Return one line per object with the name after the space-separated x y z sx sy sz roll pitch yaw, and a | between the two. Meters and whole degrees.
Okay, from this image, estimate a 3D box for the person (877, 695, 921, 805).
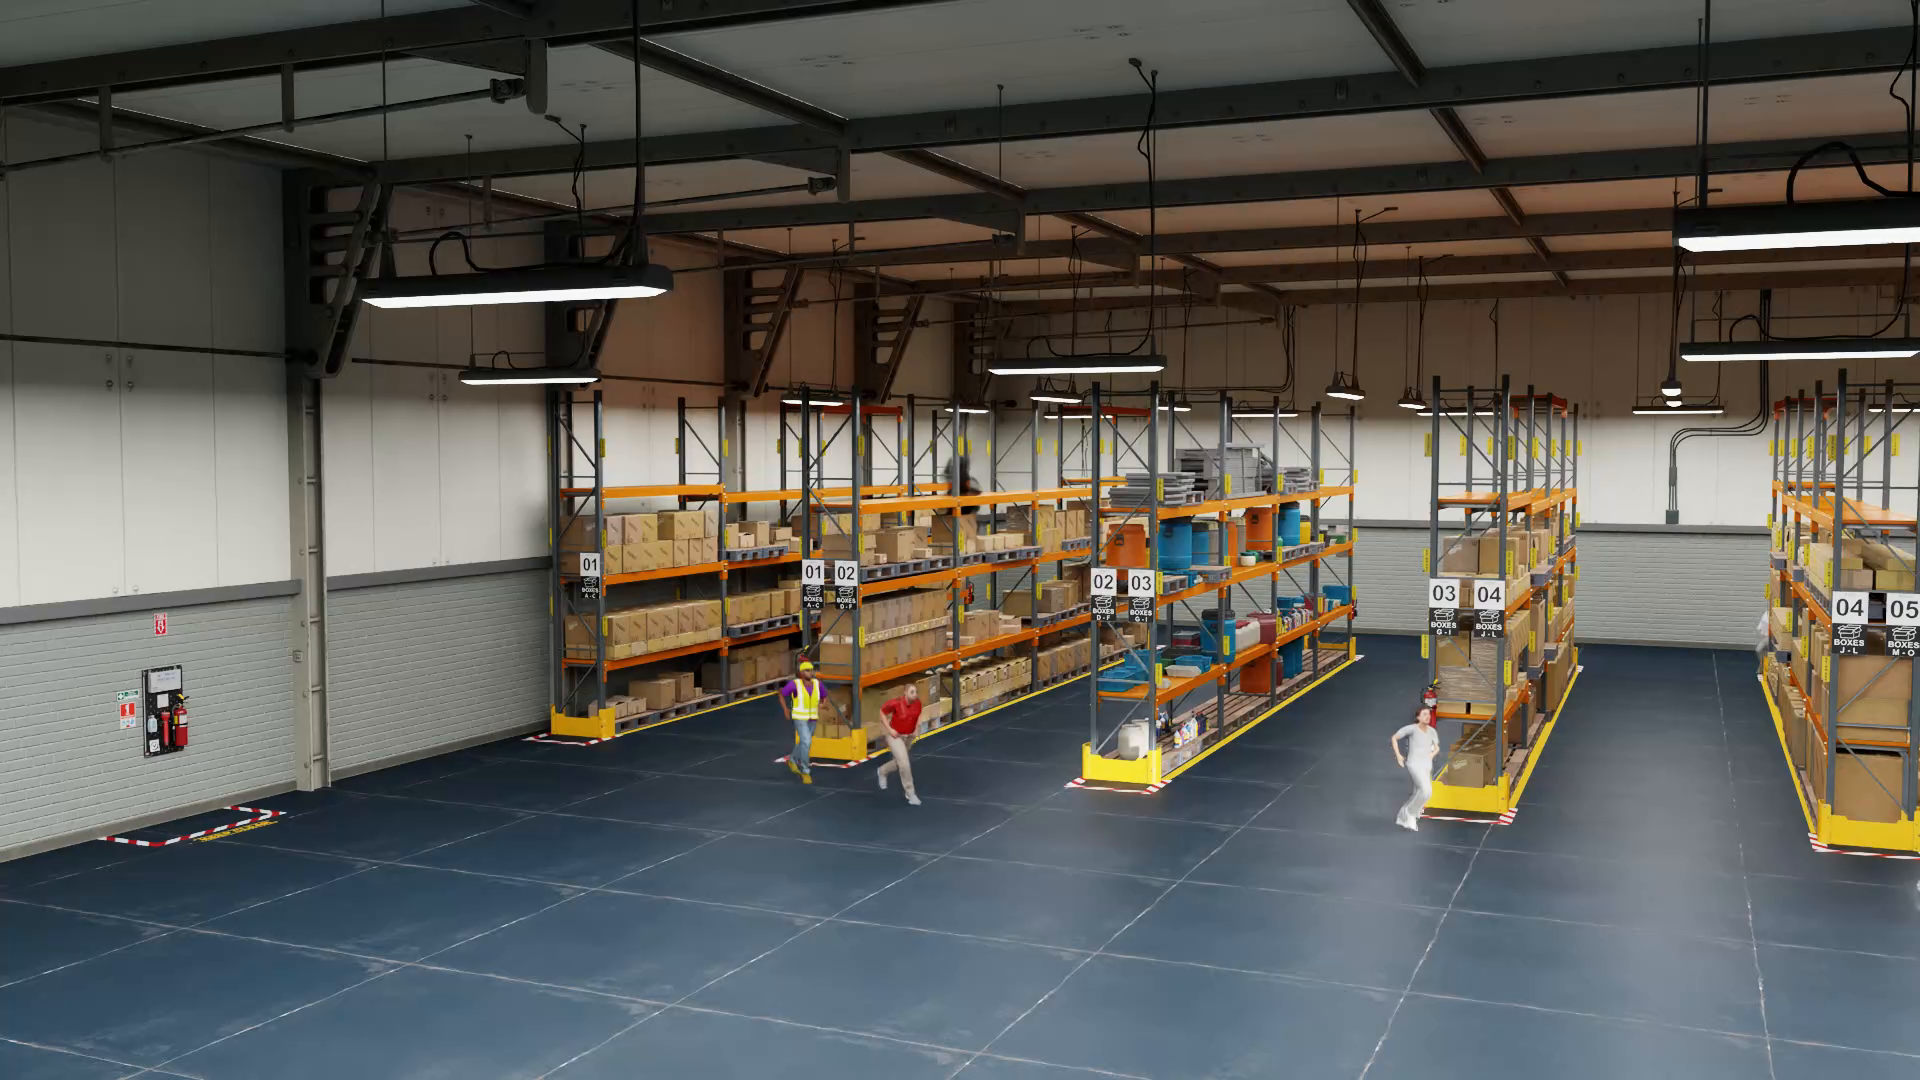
-0.891 2.954 23.719 0.648 1.563 1.016 -2 4 -38 | person

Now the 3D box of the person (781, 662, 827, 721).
-2.330 2.275 25.124 0.673 0.898 0.450 -2 4 -38 | person

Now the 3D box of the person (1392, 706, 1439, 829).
5.986 2.972 21.764 0.569 1.617 0.575 -2 4 -28 | person

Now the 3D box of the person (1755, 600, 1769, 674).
17.894 2.145 36.867 0.645 1.685 0.485 0 3 -5 | person
